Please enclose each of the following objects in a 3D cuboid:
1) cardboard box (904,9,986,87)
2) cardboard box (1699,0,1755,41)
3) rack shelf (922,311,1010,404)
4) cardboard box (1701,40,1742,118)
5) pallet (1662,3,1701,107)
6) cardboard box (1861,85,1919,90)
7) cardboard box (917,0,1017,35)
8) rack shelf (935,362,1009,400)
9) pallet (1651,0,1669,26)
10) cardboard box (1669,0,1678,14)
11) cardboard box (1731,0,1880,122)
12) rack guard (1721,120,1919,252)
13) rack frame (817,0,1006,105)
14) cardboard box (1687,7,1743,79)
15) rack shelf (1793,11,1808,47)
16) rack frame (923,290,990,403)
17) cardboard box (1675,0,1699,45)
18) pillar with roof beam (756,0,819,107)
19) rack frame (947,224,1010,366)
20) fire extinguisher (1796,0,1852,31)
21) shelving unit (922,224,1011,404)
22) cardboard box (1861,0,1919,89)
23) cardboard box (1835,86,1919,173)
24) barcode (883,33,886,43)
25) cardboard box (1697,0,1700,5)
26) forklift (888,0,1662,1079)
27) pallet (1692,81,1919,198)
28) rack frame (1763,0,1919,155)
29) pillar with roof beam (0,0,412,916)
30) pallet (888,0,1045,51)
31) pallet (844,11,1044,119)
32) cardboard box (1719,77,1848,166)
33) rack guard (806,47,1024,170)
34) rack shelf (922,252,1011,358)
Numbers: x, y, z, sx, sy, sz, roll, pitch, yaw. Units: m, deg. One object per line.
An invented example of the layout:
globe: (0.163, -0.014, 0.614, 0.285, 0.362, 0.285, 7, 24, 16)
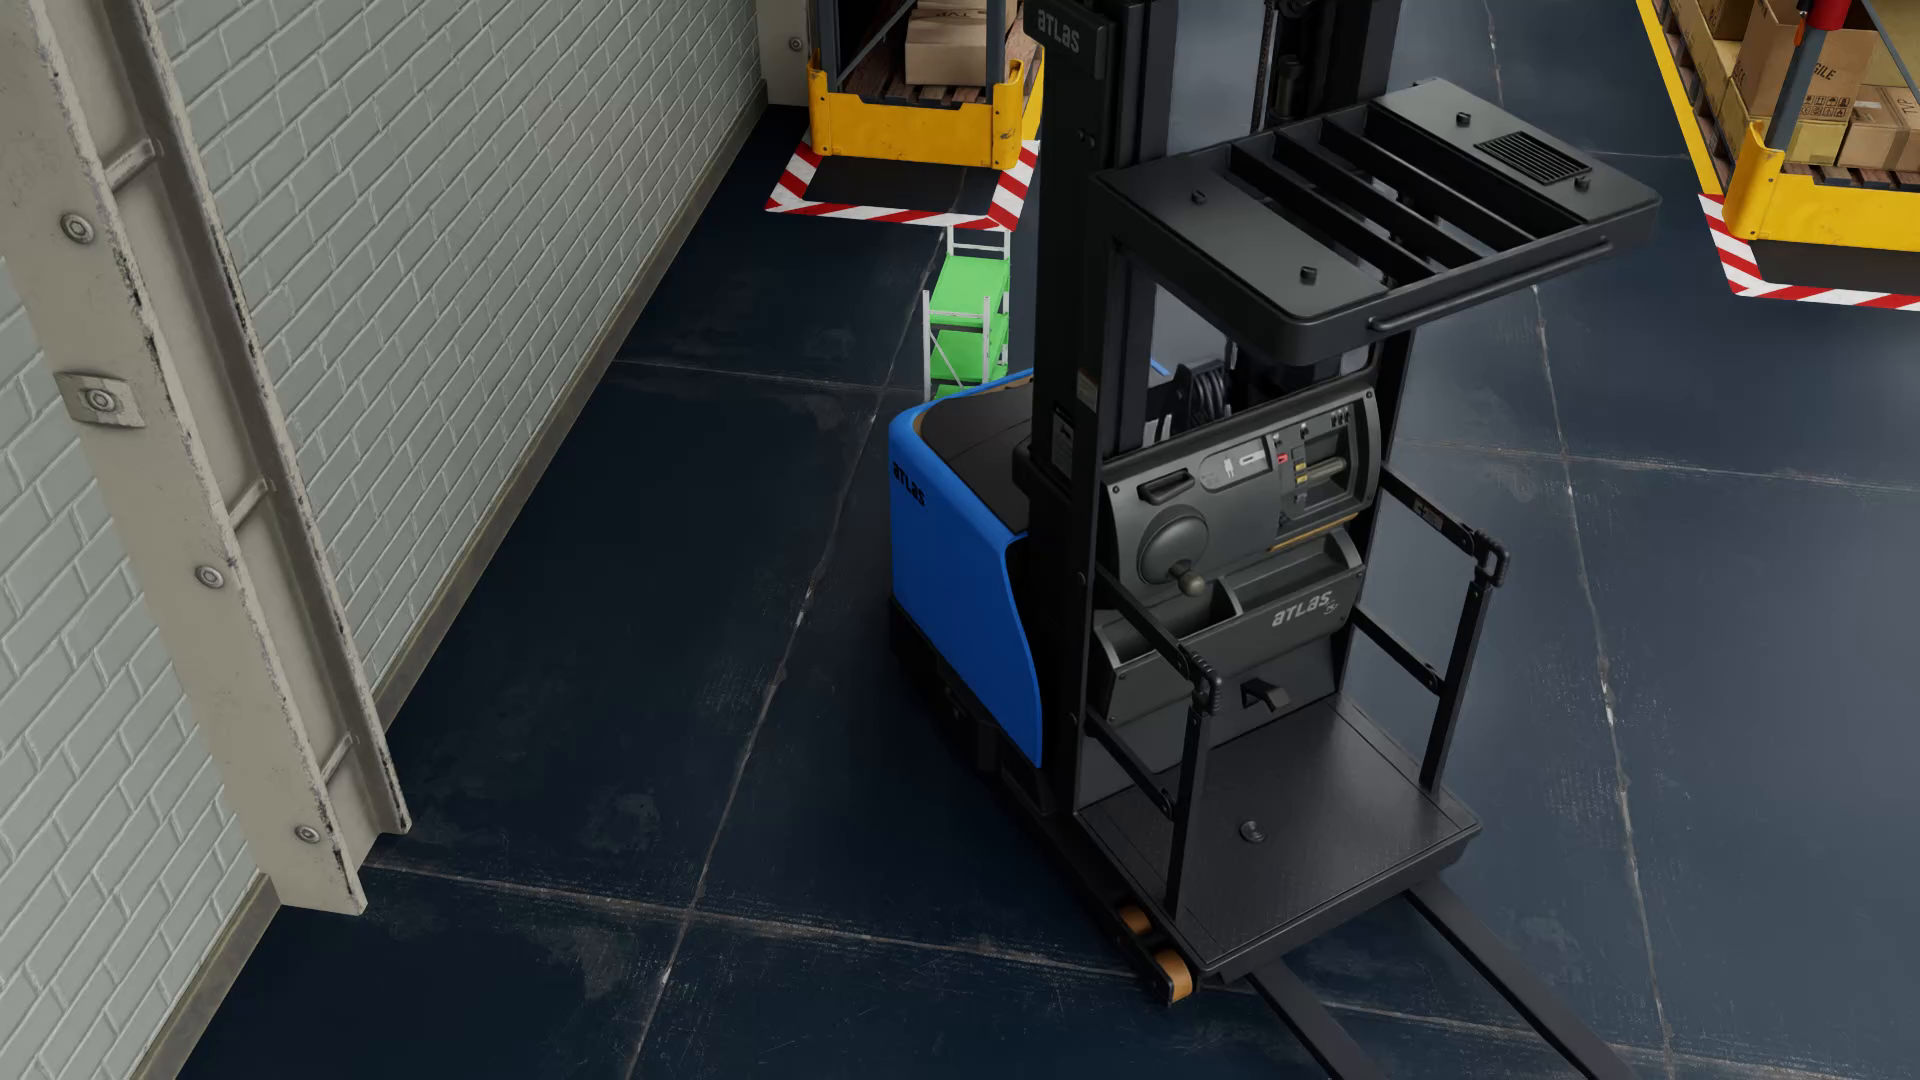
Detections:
cardboard box: (-0.051, -2.888, 9.654, 0.500, 0.311, 0.500, 2, 40, 3)
cardboard box: (4.579, -3.176, 9.477, 0.500, 0.500, 0.500, 6, 40, 8)
rack shelf: (0.029, -0.702, 6.381, 0.258, 0.148, 0.480, 6, 40, 8)
cardboard box: (4.497, -2.573, 9.336, 0.500, 0.250, 0.500, 6, 40, 8)
pallet: (4.925, -2.960, 10.164, 1.003, 0.211, 1.213, 6, 40, 8)
cardboard box: (5.015, -2.515, 9.266, 0.500, 0.250, 0.500, 6, 40, 8)
cardboard box: (0.048, -3.246, 10.087, 0.500, 0.311, 0.500, 10, 41, 11)
rack shelf: (0.029, -0.517, 6.534, 0.258, 0.148, 0.480, 6, 40, 8)
pallet: (5.134, -3.728, 11.093, 1.003, 0.211, 1.213, 6, 40, 8)
cardboard box: (4.750, -3.515, 10.476, 0.500, 0.250, 0.500, 6, 40, 8)
cardboard box: (4.420, -2.547, 8.716, 0.500, 0.500, 0.500, 6, 40, 8)
rack guard: (4.616, -1.808, 8.544, 1.175, 0.500, 0.348, 6, 40, 8)
rack frame: (-0.259, -3.330, 8.424, 1.000, 3.000, 0.127, 6, 40, 8)
cardboard box: (4.581, -2.887, 9.716, 0.500, 0.250, 0.500, 6, 40, 8)
rack shelf: (4.966, -3.764, 9.514, 1.077, 0.370, 4.000, 6, 40, 8)
rack frame: (-0.014, -0.413, 6.308, 0.240, 1.200, 0.015, 6, 40, 8)
cardboard box: (4.670, -3.200, 10.095, 0.500, 0.250, 0.500, 6, 40, 8)
pillar with roof beam: (3.250, -5.702, 6.585, 9.100, 9.000, 0.400, 6, 40, 8)
rack frame: (0.071, -0.719, 6.679, 0.240, 1.200, 0.015, 6, 40, 8)
fire extinguisher: (4.142, -2.734, 7.763, 0.296, 0.674, 0.183, 6, 40, 8)
shelving unit: (0.029, -0.566, 6.493, 0.258, 1.200, 0.503, 6, 40, 8)
cardboard box: (5.017, -2.804, 9.027, 0.500, 0.500, 0.500, 6, 40, 8)
cardboard box: (4.932, -2.201, 8.886, 0.500, 0.250, 0.500, 6, 40, 8)
barcode: (-0.442, -2.947, 9.718, 0.001, 0.075, 0.075, 6, 40, 8)
cardboard box: (4.666, -3.490, 9.857, 0.500, 0.500, 0.500, 6, 40, 8)
forklift: (0.919, -0.066, 4.529, 1.130, 2.935, 3.031, -20, 44, -23)
pallet: (4.711, -2.196, 9.241, 1.003, 0.211, 1.213, 6, 40, 8)
rack frame: (4.620, -2.786, 7.766, 1.000, 3.000, 0.127, 6, 40, 8)
pillar with roof beam: (2.212, -1.937, 2.031, 9.100, 9.000, 0.400, 6, 40, 8)
pallet: (0.143, -3.573, 10.906, 1.003, 0.211, 1.213, 6, 40, 8)
pallet: (-0.071, -2.809, 9.982, 1.003, 0.211, 1.213, 6, 40, 8)
cardboard box: (4.422, -2.258, 8.955, 0.500, 0.250, 0.500, 6, 40, 8)
rack guard: (-0.246, -2.415, 9.278, 1.175, 0.500, 0.348, 6, 40, 8)
rack shelf: (0.029, -0.887, 6.228, 0.258, 0.148, 0.480, 6, 40, 8)
